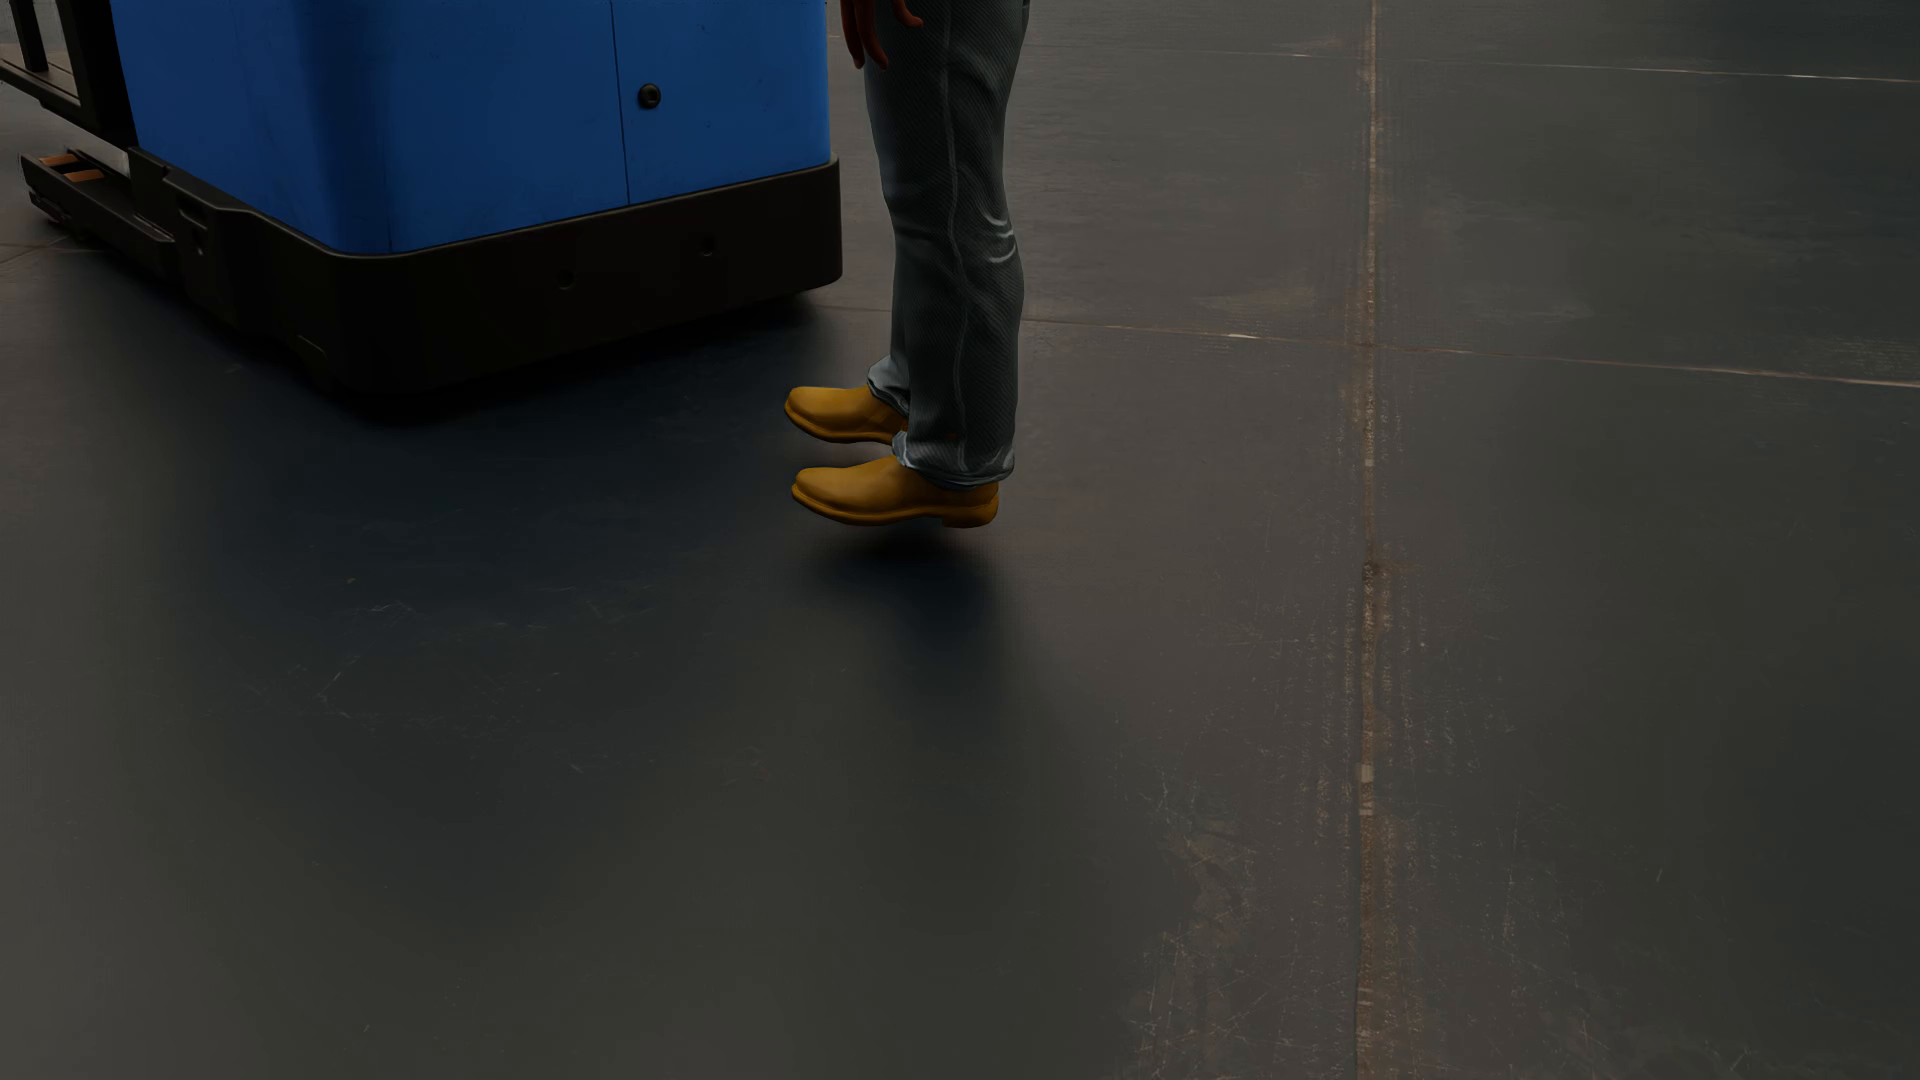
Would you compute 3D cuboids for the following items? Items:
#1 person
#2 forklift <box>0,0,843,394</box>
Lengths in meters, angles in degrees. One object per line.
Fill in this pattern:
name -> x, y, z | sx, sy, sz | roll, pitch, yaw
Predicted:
person -> -0.066, -0.841, 2.100 | 0.577, 1.765, 0.665 | 6, 27, 11
forklift -> -1.598, -2.138, 3.485 | 1.130, 2.935, 3.031 | -22, 34, -36
